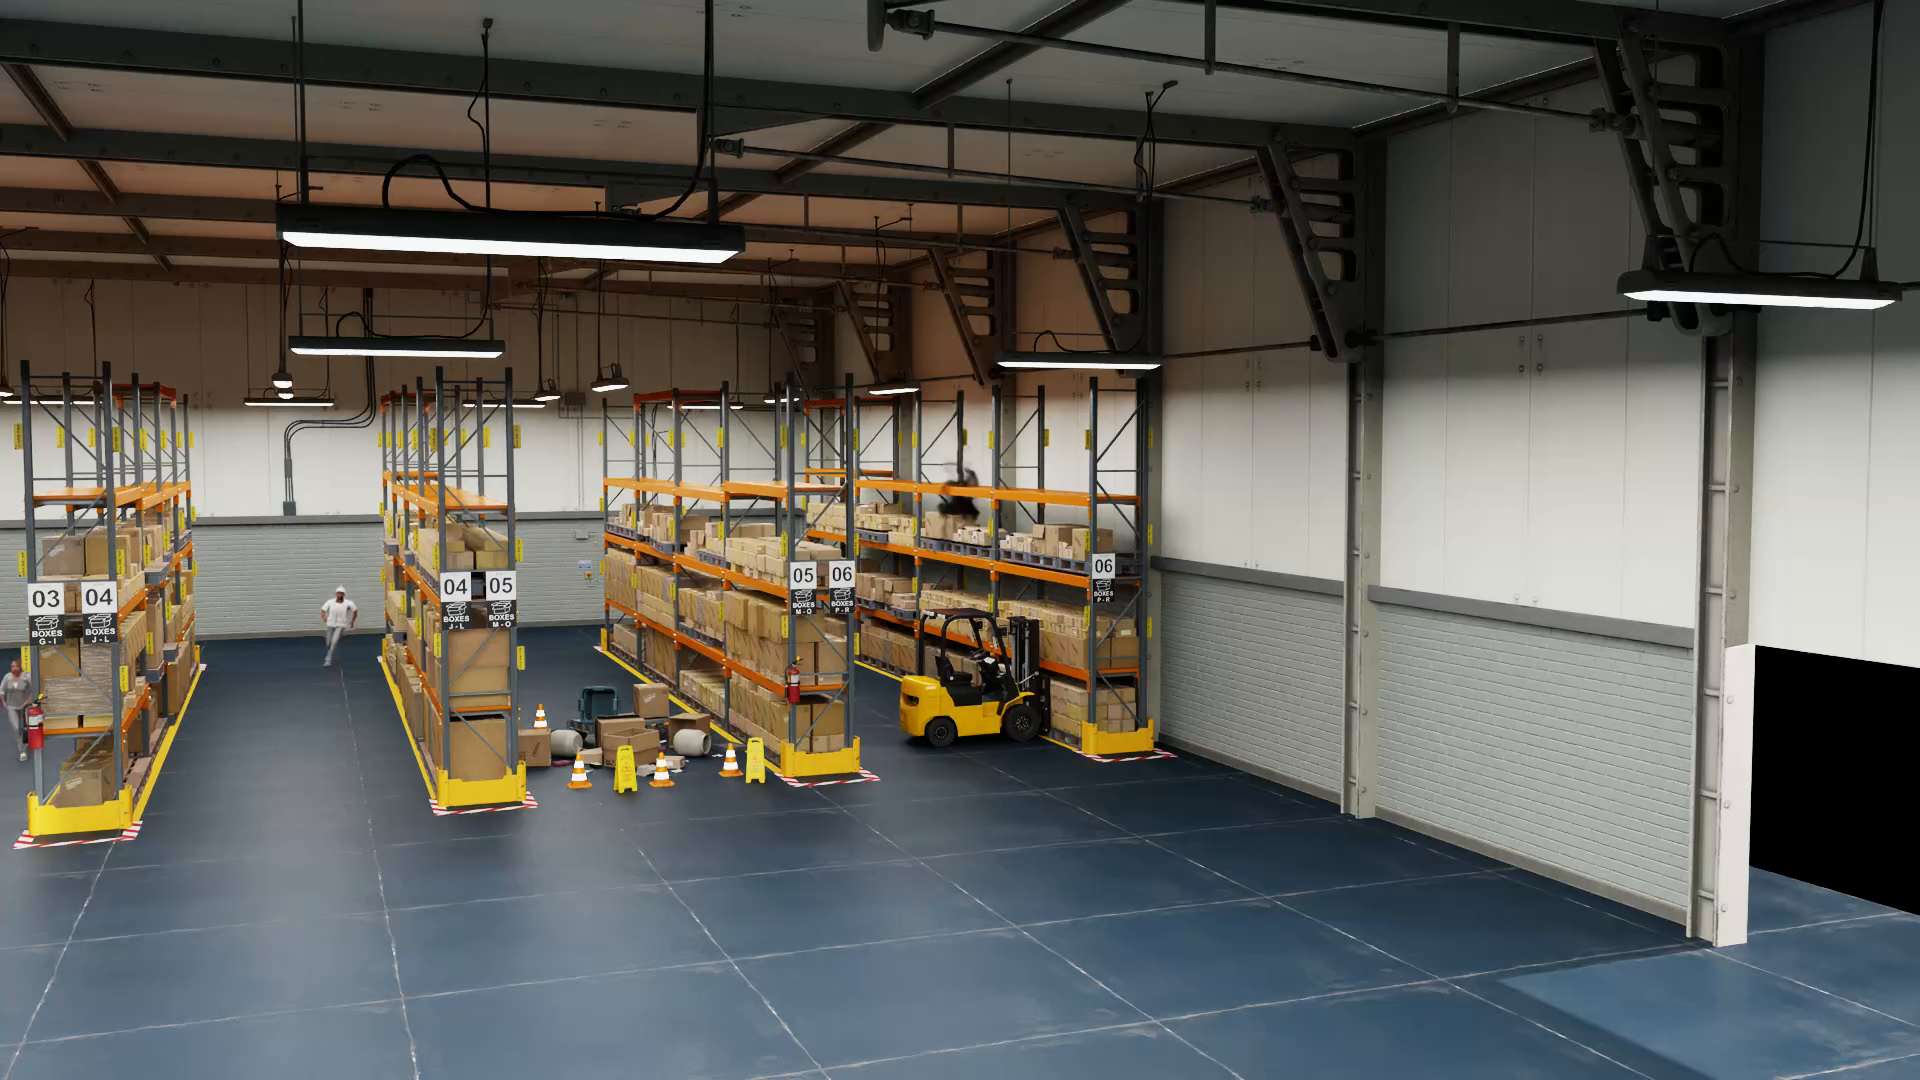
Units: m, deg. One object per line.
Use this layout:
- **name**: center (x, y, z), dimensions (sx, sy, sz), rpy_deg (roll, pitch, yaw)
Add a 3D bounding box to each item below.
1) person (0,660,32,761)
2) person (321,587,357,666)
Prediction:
- **person**: center (-14.839, 2.660, 26.222), dimensions (0.559, 1.568, 0.695), rpy_deg (-1, 4, -21)
- **person**: center (-13.840, 1.909, 36.993), dimensions (0.766, 1.724, 0.921), rpy_deg (0, 3, -8)
